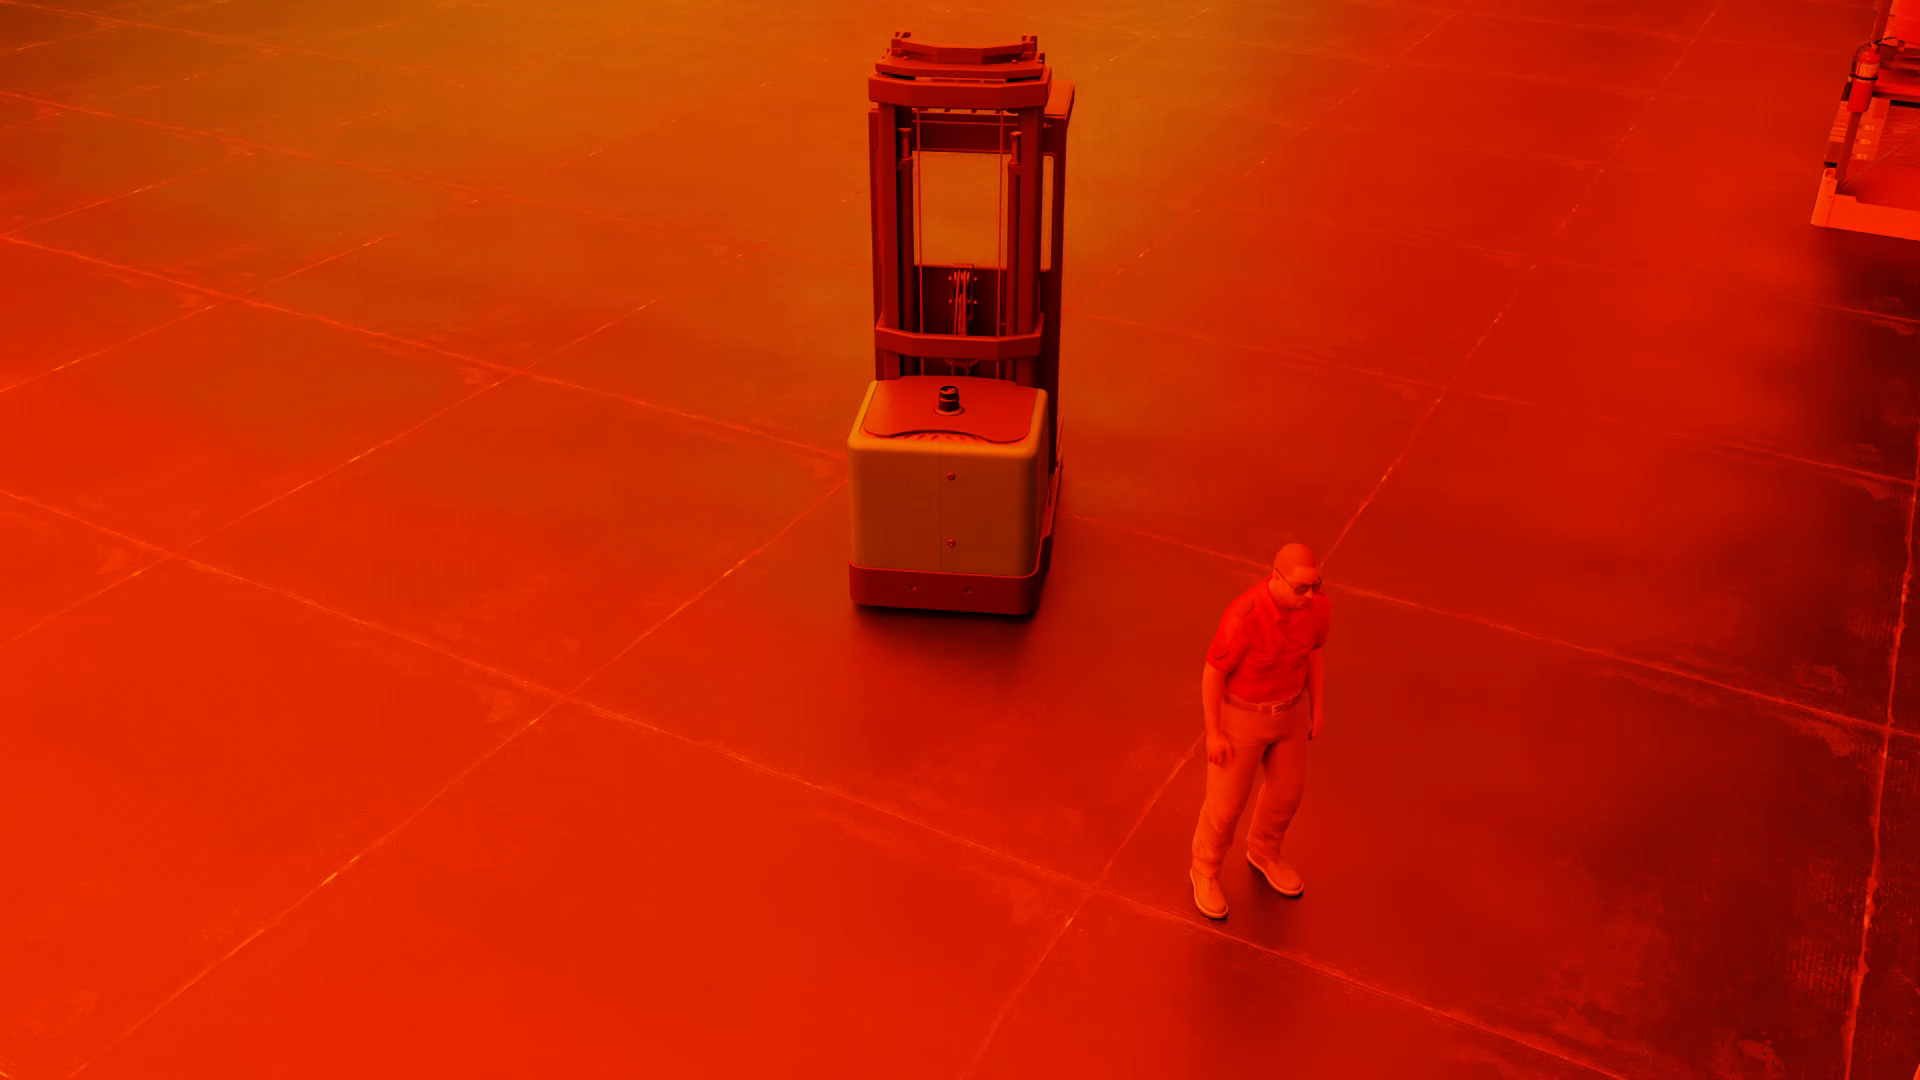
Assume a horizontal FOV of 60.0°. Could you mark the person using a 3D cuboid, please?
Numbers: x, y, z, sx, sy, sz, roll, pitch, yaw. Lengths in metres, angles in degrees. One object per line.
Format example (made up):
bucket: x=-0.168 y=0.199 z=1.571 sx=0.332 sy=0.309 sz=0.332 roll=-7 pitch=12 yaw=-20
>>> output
person: x=1.271 y=0.757 z=6.963 sx=0.601 sy=1.726 sz=0.399 roll=-13 pitch=32 yaw=-21

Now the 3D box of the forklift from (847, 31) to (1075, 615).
forklift: x=0.072 y=-1.572 z=9.794 sx=1.130 sy=2.935 sz=3.031 roll=3 pitch=30 yaw=6
